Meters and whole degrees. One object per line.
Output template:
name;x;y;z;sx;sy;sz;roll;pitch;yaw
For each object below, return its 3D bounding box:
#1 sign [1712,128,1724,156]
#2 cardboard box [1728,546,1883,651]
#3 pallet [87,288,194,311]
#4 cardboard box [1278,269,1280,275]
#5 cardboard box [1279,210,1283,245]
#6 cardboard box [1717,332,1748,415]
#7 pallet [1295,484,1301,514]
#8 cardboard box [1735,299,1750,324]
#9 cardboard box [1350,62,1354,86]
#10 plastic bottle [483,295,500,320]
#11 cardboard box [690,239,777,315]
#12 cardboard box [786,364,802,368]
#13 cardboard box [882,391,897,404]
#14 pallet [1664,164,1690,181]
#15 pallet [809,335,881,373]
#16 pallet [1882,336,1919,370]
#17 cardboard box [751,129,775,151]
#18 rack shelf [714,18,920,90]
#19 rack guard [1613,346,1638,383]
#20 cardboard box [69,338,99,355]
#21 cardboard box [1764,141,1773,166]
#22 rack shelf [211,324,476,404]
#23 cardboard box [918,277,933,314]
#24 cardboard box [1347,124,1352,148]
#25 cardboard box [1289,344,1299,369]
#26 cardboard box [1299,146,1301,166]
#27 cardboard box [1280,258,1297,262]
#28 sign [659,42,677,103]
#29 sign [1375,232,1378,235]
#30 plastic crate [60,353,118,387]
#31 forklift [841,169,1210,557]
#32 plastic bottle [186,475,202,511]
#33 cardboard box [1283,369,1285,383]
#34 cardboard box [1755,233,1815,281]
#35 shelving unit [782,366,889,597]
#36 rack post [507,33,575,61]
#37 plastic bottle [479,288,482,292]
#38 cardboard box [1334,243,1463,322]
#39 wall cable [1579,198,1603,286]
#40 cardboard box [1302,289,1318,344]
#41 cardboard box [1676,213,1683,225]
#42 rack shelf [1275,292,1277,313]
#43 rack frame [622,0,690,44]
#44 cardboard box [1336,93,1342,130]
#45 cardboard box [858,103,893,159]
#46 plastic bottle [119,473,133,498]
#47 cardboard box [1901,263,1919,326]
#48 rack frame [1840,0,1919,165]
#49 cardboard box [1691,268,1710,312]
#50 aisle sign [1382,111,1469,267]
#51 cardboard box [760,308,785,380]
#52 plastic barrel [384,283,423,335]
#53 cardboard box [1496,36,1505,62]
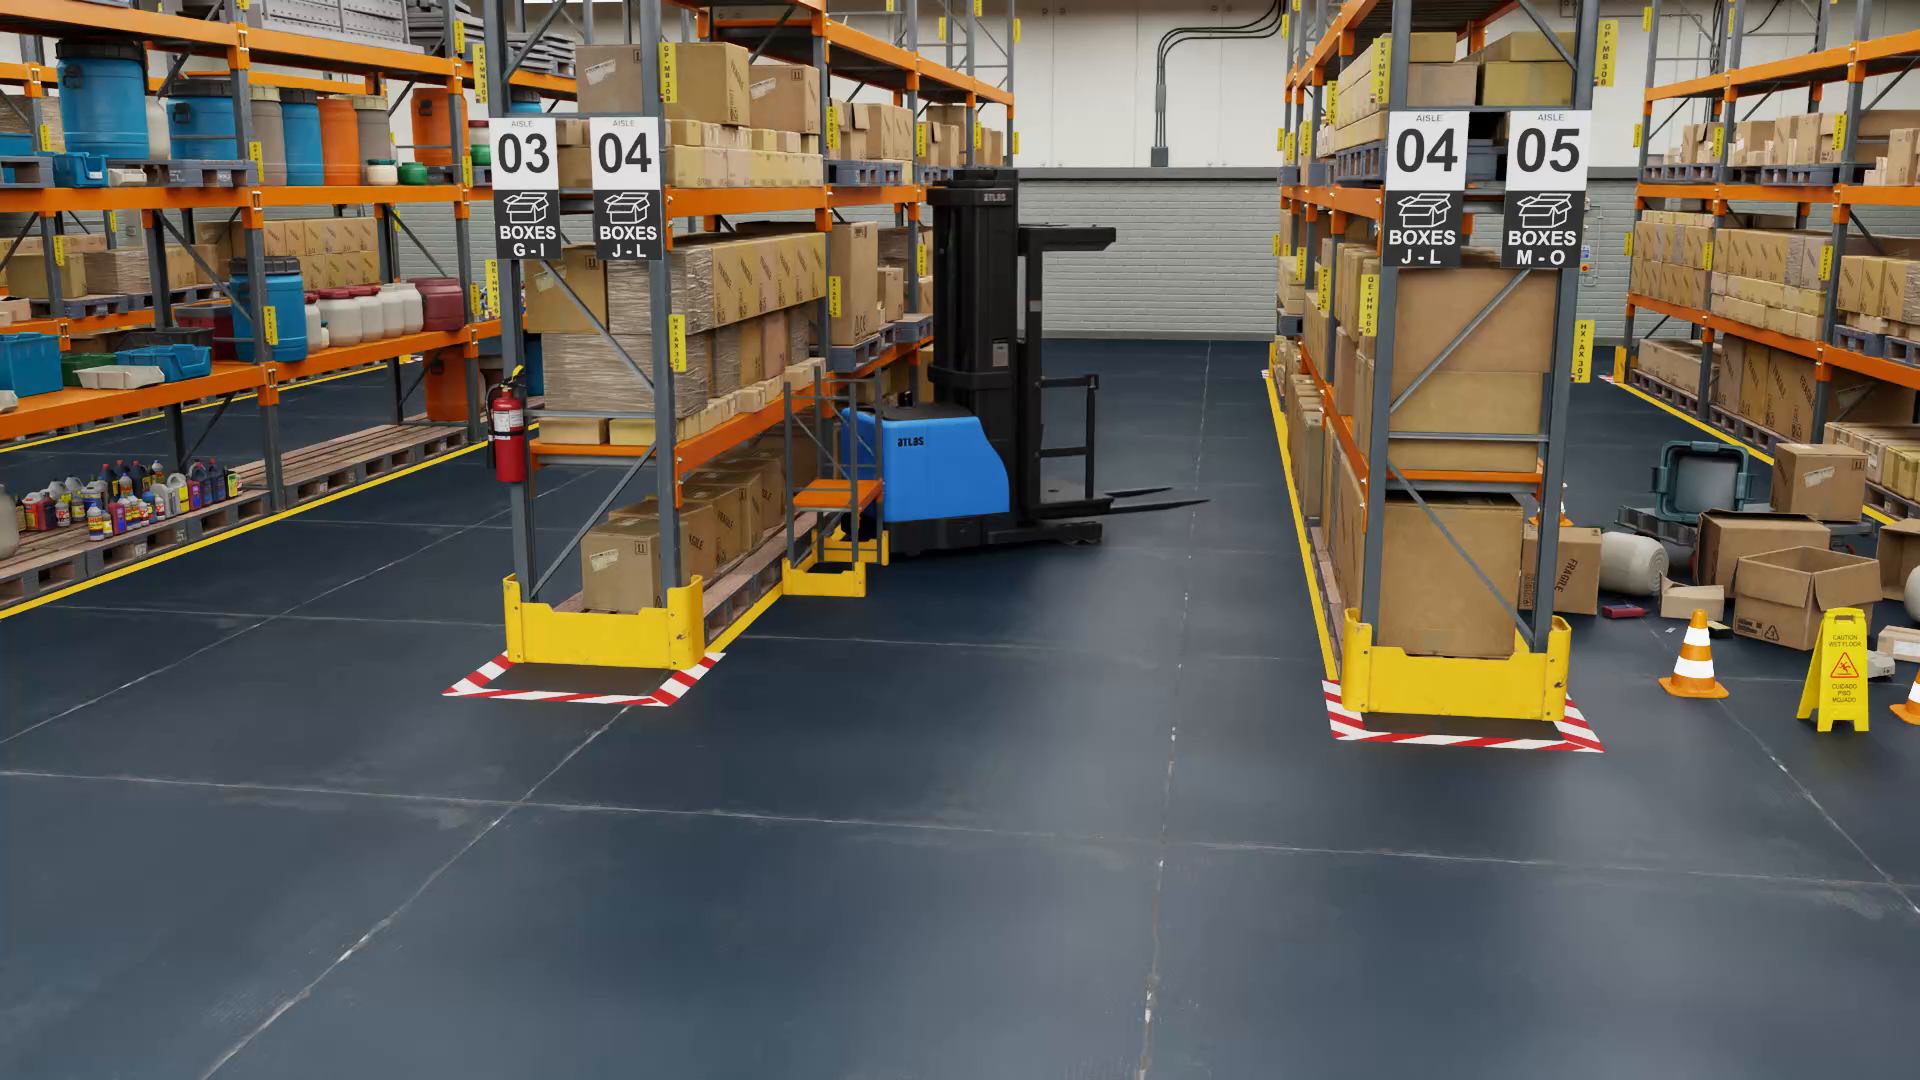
sign;8.921;-4.682;19.564;0.100;0.325;0.005;2;12;9
cardboard box;5.392;0.364;10.610;0.797;0.503;0.637;-7;14;-30
pallet;-10.431;-3.028;20.879;1.003;0.211;1.213;2;12;9
cardboard box;4.048;-3.207;20.147;0.380;0.149;0.250;2;12;10
cardboard box;4.847;-4.477;23.830;0.500;0.500;0.500;2;12;8
cardboard box;9.453;-1.942;19.429;0.875;0.875;0.875;2;12;10
pallet;3.562;-0.435;15.012;1.003;0.211;1.213;2;12;9
cardboard box;8.968;-2.536;18.498;0.500;0.250;0.500;2;12;8
cardboard box;2.746;-3.038;10.821;0.380;0.149;0.250;2;12;9
plastic bottle;-5.375;-2.671;19.061;0.152;0.276;0.135;2;12;9
cardboard box;-1.584;-1.831;11.551;0.500;0.500;0.500;2;12;9
cardboard box;-1.441;-1.283;12.925;0.380;0.149;0.250;2;12;9
cardboard box;-1.021;-1.248;17.054;0.700;0.500;0.500;1;12;6
pallet;9.796;-4.753;21.518;1.003;0.211;1.213;2;12;9
pallet;-1.292;-1.623;14.360;1.003;0.211;1.213;2;12;9
pallet;8.590;-1.567;14.099;1.003;0.211;1.213;2;12;9
cardboard box;-1.515;-2.799;11.650;0.380;0.149;0.250;2;12;11
rack shelf;-1.245;-4.364;15.041;1.077;0.370;4.000;2;12;9
rack guard;10.088;-2.522;24.011;1.175;0.500;0.348;2;12;9
cardboard box;-10.809;-2.291;20.111;0.500;0.250;0.500;2;12;11
cardboard box;8.843;-4.144;17.802;0.396;0.266;0.258;3;13;13
rack shelf;-6.139;-1.788;16.375;1.077;0.370;4.000;2;12;9
cardboard box;-0.517;-2.644;18.403;0.500;0.500;0.500;2;12;7
cardboard box;2.747;-2.648;10.904;0.380;0.149;0.250;2;12;9
cardboard box;4.109;-2.140;19.458;0.500;0.250;0.500;2;12;10
cardboard box;4.220;-4.498;19.338;0.500;0.311;0.500;2;12;8
cardboard box;3.969;-3.241;19.598;0.380;0.149;0.250;2;12;9
sign;-1.632;-2.606;9.270;0.100;0.325;0.005;2;12;9
sign;5.112;-3.595;20.305;0.100;0.325;0.005;2;12;9
plastic crate;-6.935;-1.346;13.121;0.450;0.188;0.662;2;12;9
forklift;0.594;-1.487;13.436;3.031;2.935;1.130;-5;13;-23
plastic bottle;-6.275;-0.391;13.593;0.061;0.283;0.133;3;12;12
cardboard box;4.297;-2.079;21.084;0.380;0.149;0.250;2;12;10
cardboard box;8.914;-3.043;17.883;0.500;0.500;0.500;2;12;8
shelving unit;-0.896;-0.454;12.039;0.587;1.500;1.083;1;12;7
rack post;-5.377;-6.110;20.662;0.937;0.300;0.954;2;12;8
plastic bottle;-5.902;-2.957;20.399;0.097;0.271;0.097;0;12;0
cardboard box;3.242;-1.906;12.299;0.875;0.550;0.550;2;12;9
wall cable;10.929;-5.426;29.064;0.585;1.953;0.123;2;12;9
cardboard box;3.612;-2.177;16.240;0.500;0.500;0.500;2;12;9
cardboard box;9.484;-4.152;21.487;0.380;0.149;0.250;2;12;9
rack shelf;4.870;-3.111;22.515;1.077;0.370;4.000;2;12;9
rack frame;-4.601;-7.154;25.327;1.000;3.000;0.127;2;12;9
cardboard box;2.981;-3.081;11.963;0.500;0.250;0.500;2;12;9
cardboard box;-0.923;-3.838;15.636;0.500;0.500;0.500;2;12;10
plastic bottle;-6.884;-0.416;13.733;0.097;0.271;0.097;0;12;0
cardboard box;8.324;-2.064;14.011;0.500;0.500;0.500;1;12;7
rack frame;8.854;-5.007;15.365;1.000;3.000;0.127;2;12;9
cardboard box;9.288;-3.060;20.336;0.500;0.500;0.500;2;12;9
aisle sign;2.410;-1.814;8.619;0.394;0.787;0.004;2;12;9
cardboard box;-1.772;-1.455;12.180;0.875;0.500;0.500;2;12;9
plastic barrel;-5.779;-2.389;17.194;0.421;0.512;0.421;0;12;0
cardboard box;3.123;-2.647;9.004;0.380;0.149;0.250;2;12;9
